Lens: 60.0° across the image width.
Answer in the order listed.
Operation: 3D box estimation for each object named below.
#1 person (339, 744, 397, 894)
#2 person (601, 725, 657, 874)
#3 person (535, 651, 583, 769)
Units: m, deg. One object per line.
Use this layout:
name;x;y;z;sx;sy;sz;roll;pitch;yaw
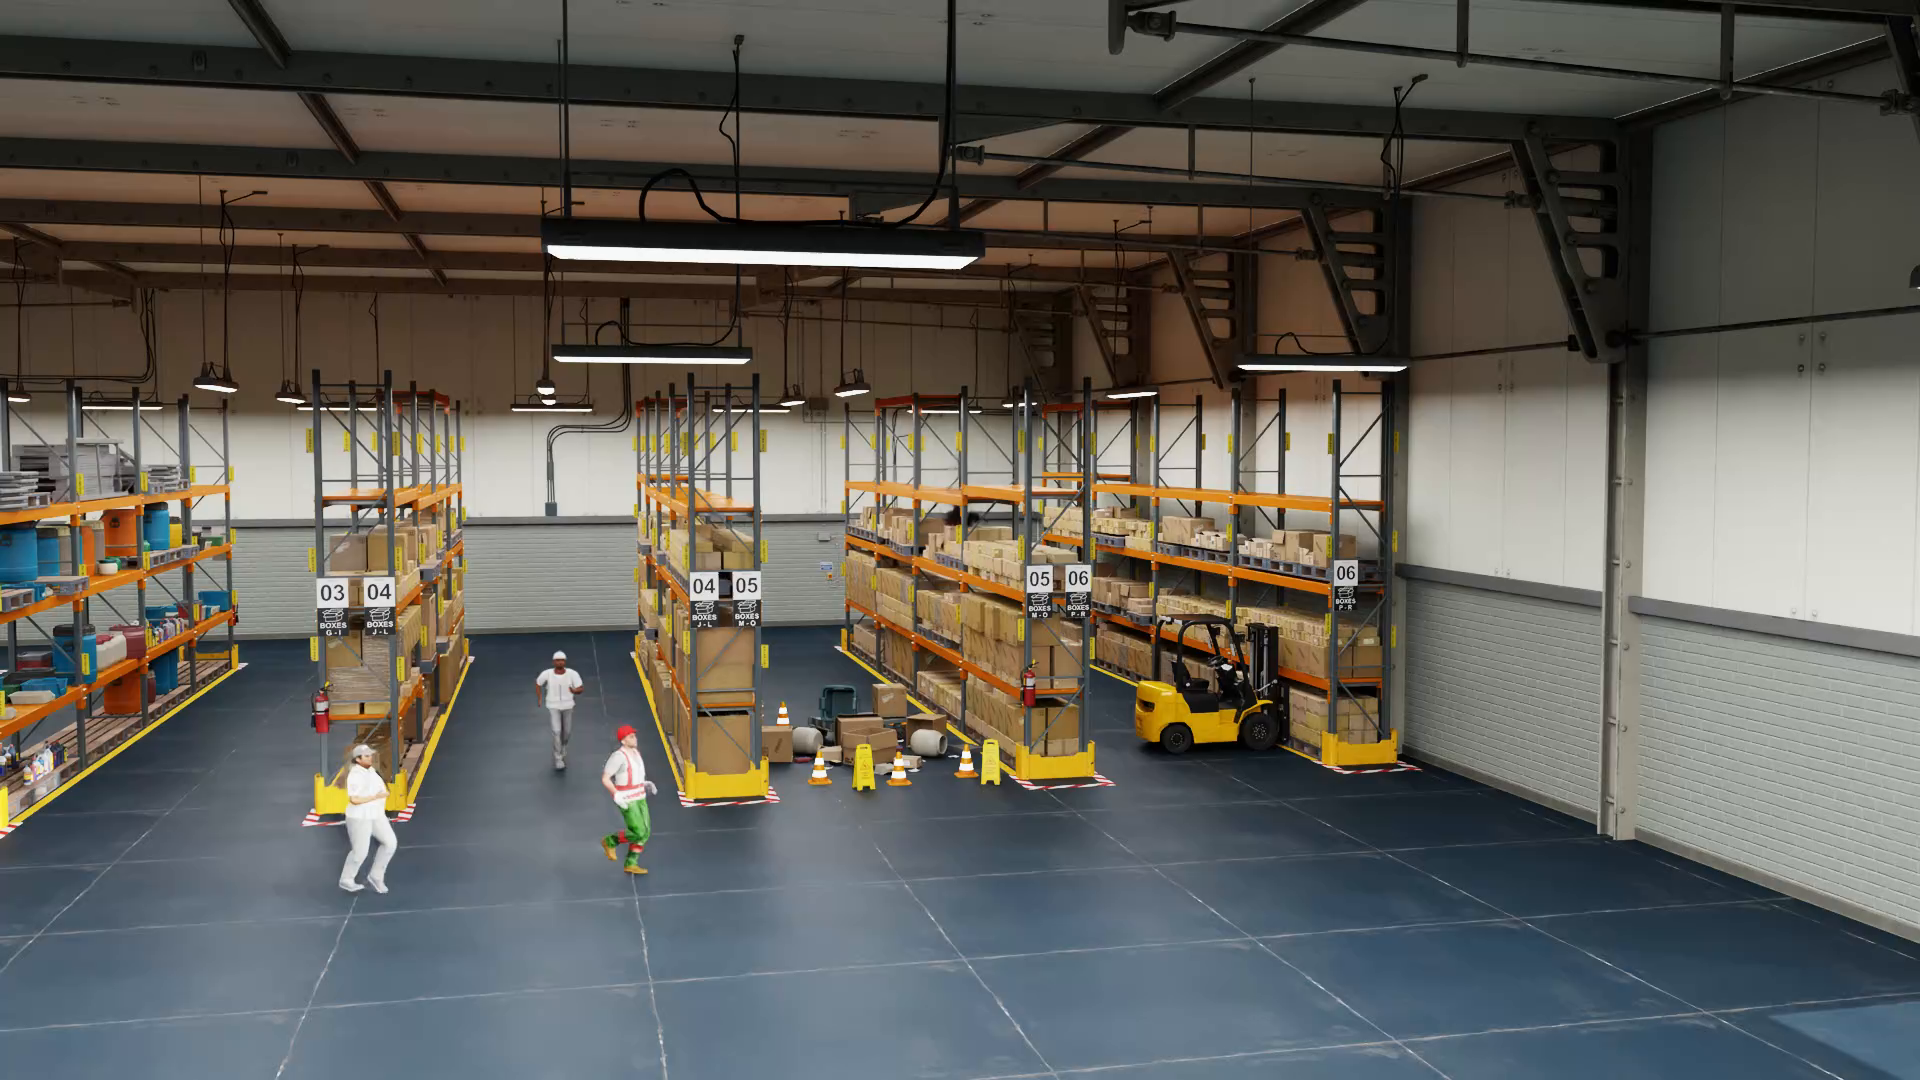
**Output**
person;-6.572;3.117;18.457;0.673;1.709;0.582;1;3;15
person;-3.869;3.021;19.392;0.596;1.737;0.669;1;4;21
person;-6.208;2.600;25.827;0.701;1.750;0.990;-1;4;-22
